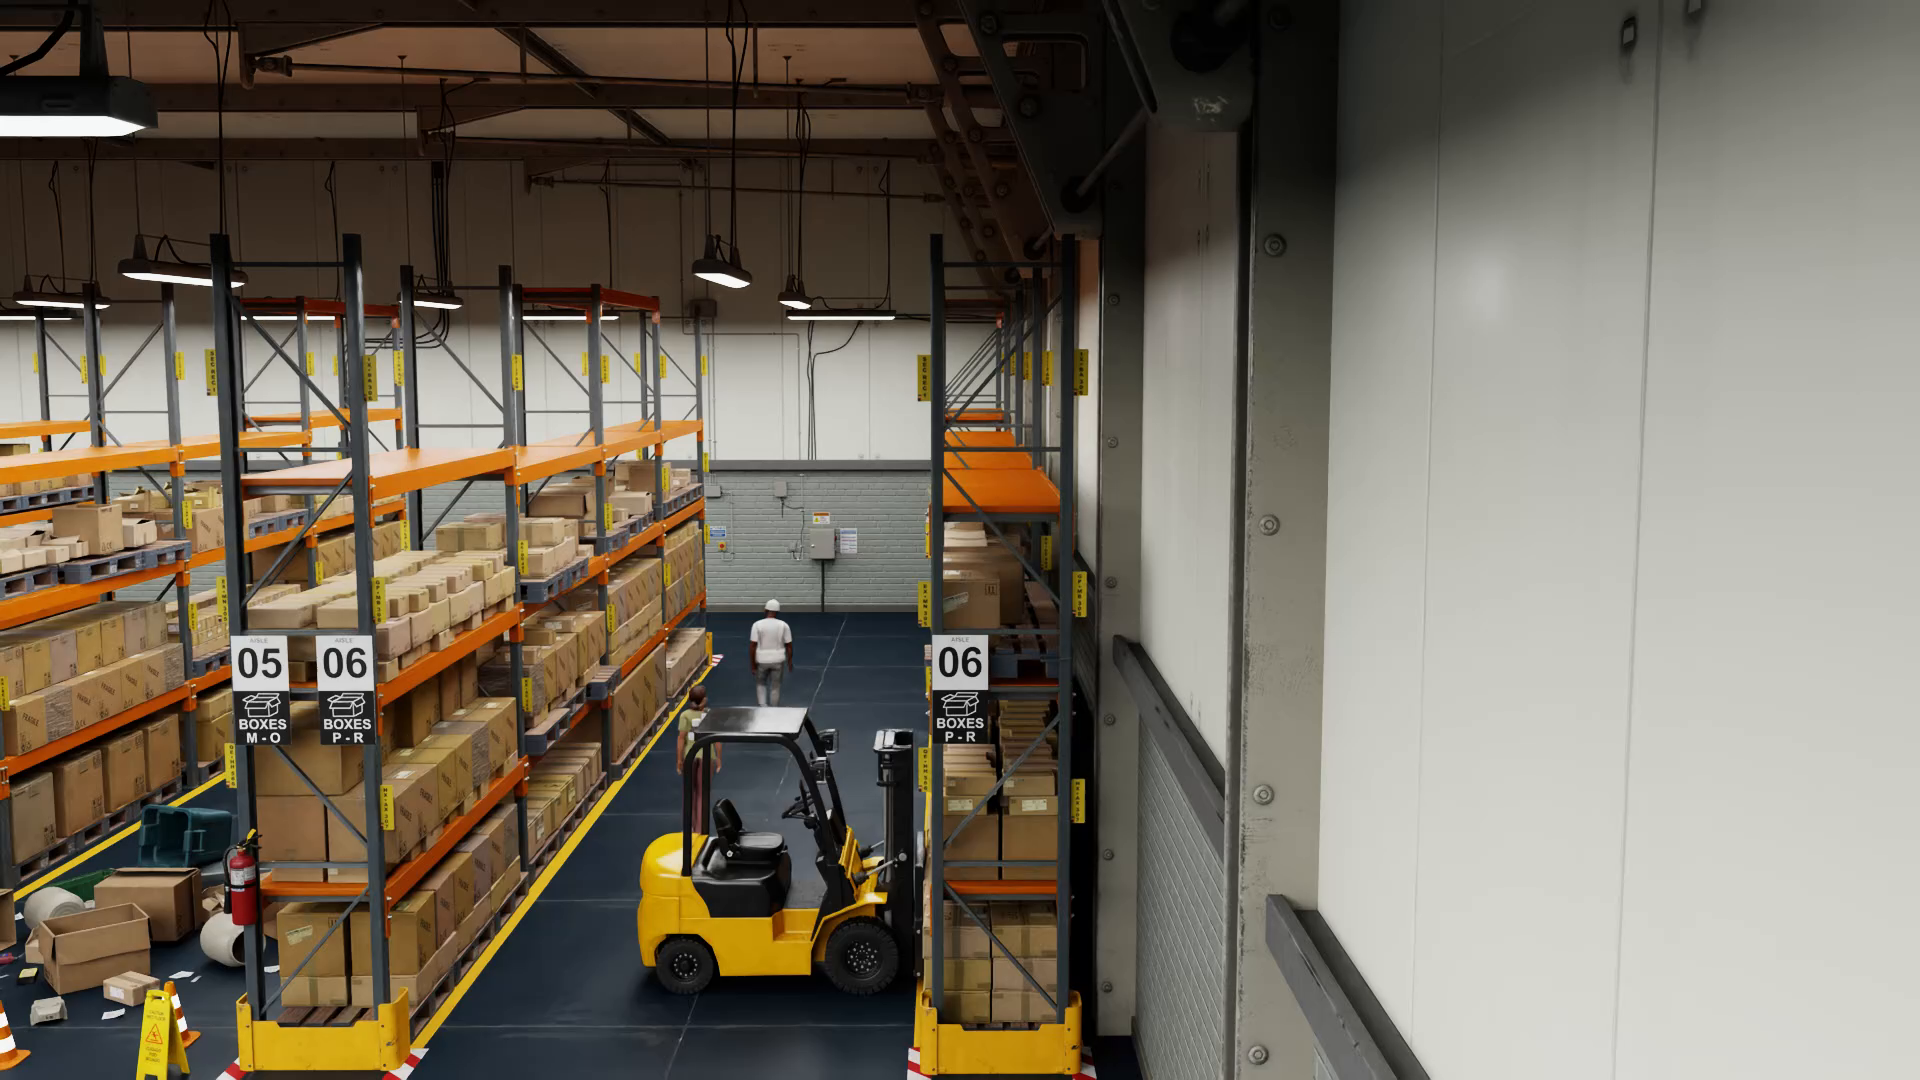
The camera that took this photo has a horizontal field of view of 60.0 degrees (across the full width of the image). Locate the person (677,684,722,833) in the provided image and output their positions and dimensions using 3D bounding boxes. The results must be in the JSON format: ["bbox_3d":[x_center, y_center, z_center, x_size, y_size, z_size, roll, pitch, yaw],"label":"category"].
[{"bbox_3d":[-2.789,2.401,17.819,0.481,1.717,0.595,-1,6,-5],"label":"person"}]

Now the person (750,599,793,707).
[{"bbox_3d":[-2.638,1.707,23.331,0.588,1.770,0.437,0,6,-1],"label":"person"}]
